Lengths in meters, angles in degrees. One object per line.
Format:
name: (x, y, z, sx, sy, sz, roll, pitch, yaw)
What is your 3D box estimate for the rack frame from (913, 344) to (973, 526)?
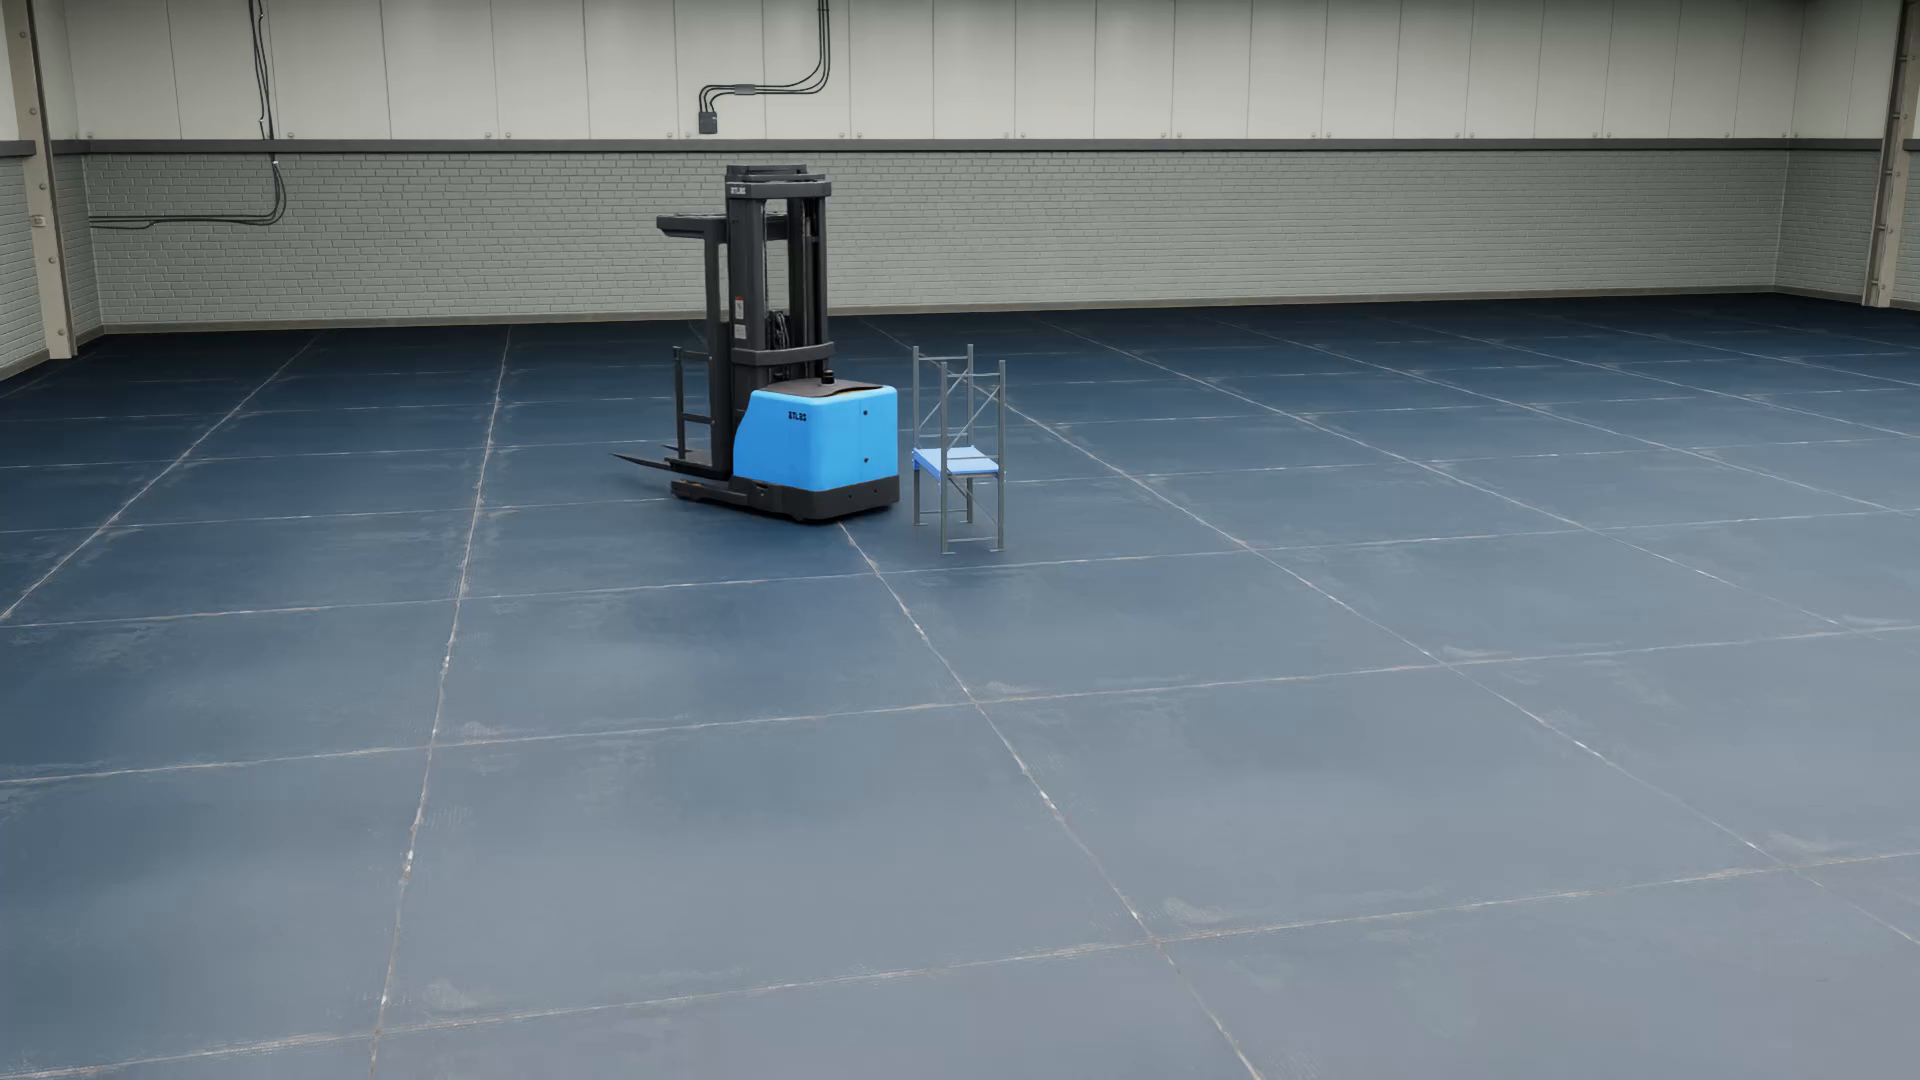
rack frame: (-0.139, -0.866, 13.810, 0.500, 1.500, 0.032, -3, 14, -13)

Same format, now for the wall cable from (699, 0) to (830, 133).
wall cable: (-3.368, -9.995, 28.213, 2.305, 6.003, 0.169, -3, 14, -13)

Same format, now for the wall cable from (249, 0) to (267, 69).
wall cable: (-9.970, -8.914, 26.852, 3.097, 2.526, 0.112, -3, 14, -13)

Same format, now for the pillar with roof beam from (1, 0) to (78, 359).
pillar with roof beam: (-9.009, -7.304, 24.364, 9.100, 9.000, 0.400, -3, 14, -13)

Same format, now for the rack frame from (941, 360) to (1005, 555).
rack frame: (0.099, -0.631, 12.850, 0.500, 1.500, 0.032, -3, 14, -13)

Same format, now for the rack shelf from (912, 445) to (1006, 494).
rack shelf: (-0.020, -0.574, 13.372, 0.538, 0.185, 1.000, -3, 14, -13)

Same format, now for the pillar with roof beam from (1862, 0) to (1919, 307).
pillar with roof beam: (13.241, -8.580, 29.587, 9.100, 9.000, 0.400, -3, 14, -13)

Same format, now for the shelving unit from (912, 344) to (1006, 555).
shelving unit: (-0.020, -0.748, 13.330, 0.538, 1.500, 1.048, -3, 14, -13)

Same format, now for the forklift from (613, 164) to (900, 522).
forklift: (-1.960, -1.846, 14.808, 3.031, 2.935, 1.130, 12, 18, 40)

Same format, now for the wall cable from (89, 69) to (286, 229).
wall cable: (-12.600, -6.309, 26.834, 3.097, 2.526, 0.112, -3, 14, -13)
